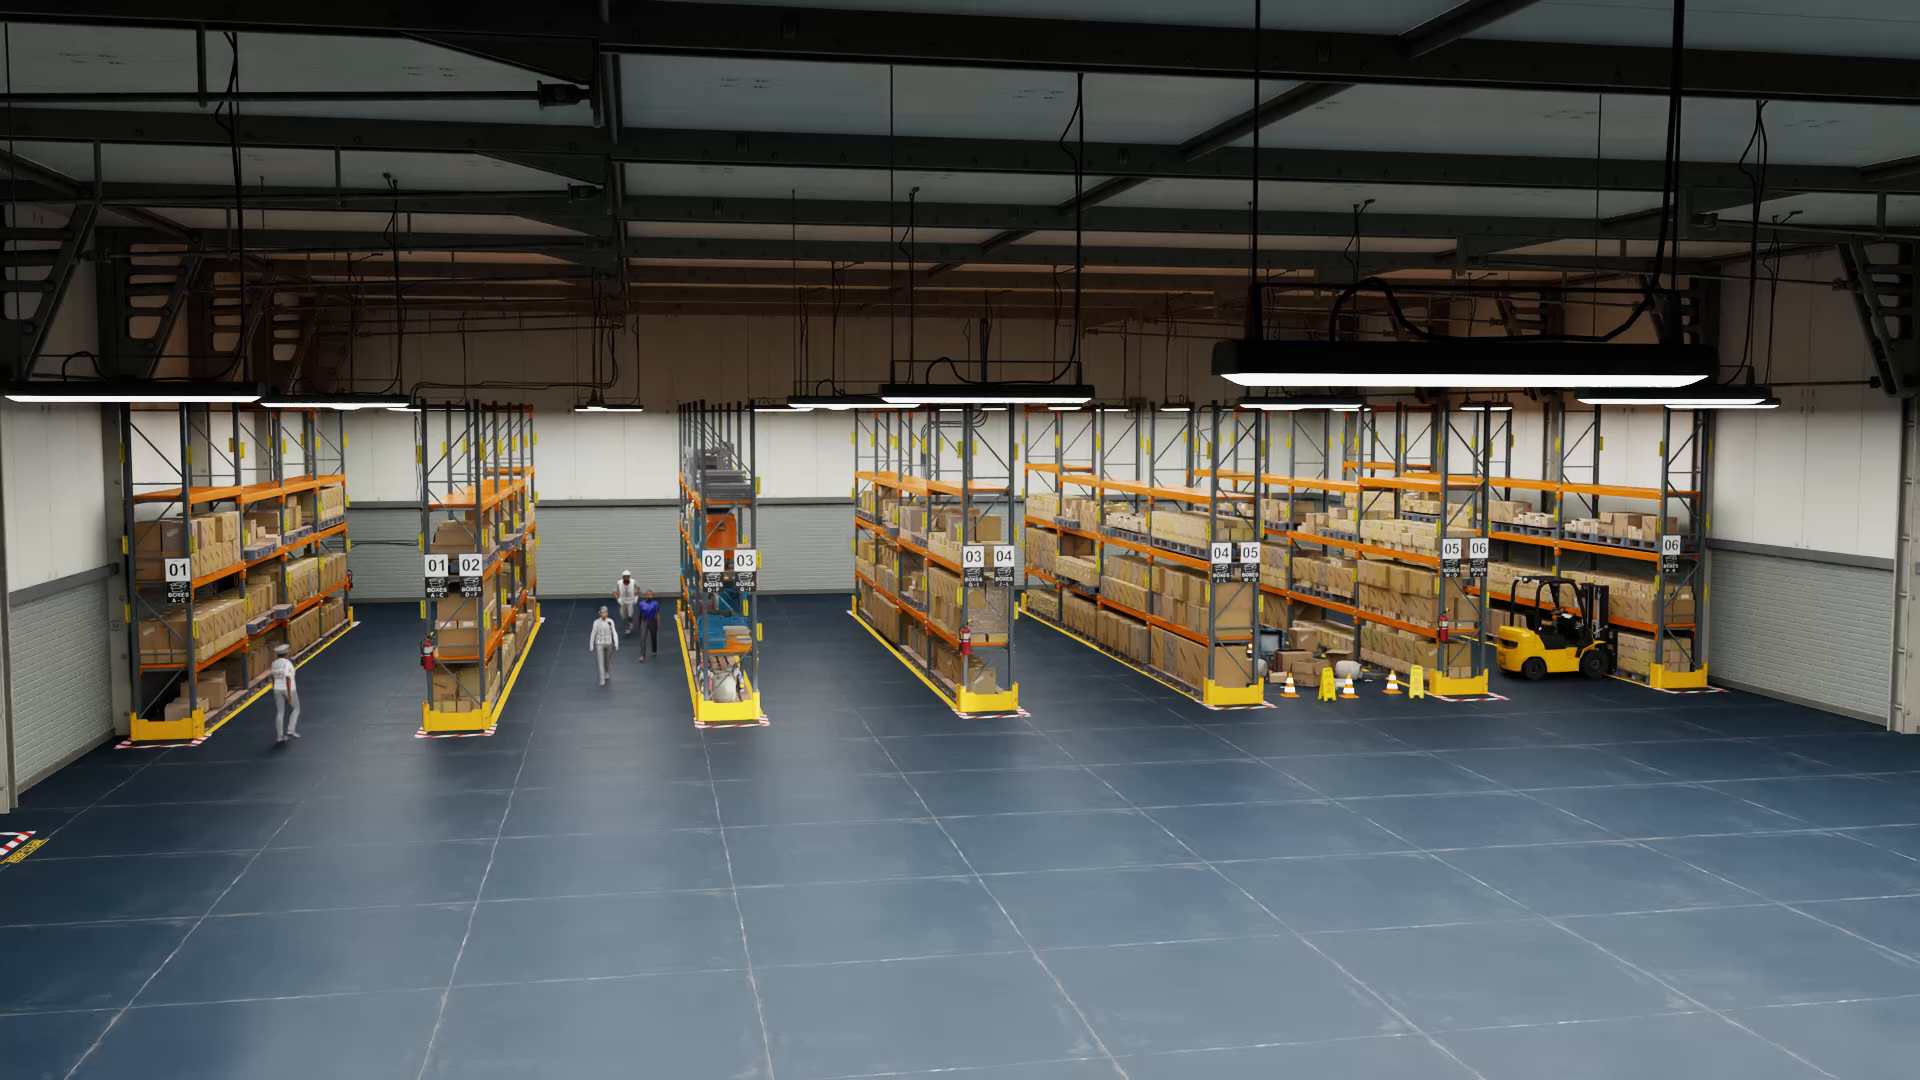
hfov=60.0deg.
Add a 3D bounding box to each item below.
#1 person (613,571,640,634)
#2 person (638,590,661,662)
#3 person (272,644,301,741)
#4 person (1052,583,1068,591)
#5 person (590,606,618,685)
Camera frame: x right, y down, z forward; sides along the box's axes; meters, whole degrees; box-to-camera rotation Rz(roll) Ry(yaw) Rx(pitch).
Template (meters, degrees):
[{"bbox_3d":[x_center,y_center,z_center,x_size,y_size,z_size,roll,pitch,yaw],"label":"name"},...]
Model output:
[{"bbox_3d":[-8.684,1.618,43.331,0.683,1.681,0.655,0,4,-4],"label":"person"},{"bbox_3d":[-7.244,1.972,38.792,0.552,1.615,0.969,0,4,-2],"label":"person"},{"bbox_3d":[-11.871,2.681,29.188,0.467,1.683,0.519,0,4,1],"label":"person"},{"bbox_3d":[3.064,1.025,50.595,0.471,1.795,0.610,-2,5,-28],"label":"person"},{"bbox_3d":[-7.585,2.209,35.444,0.570,1.622,1.051,-2,5,-19],"label":"person"}]
